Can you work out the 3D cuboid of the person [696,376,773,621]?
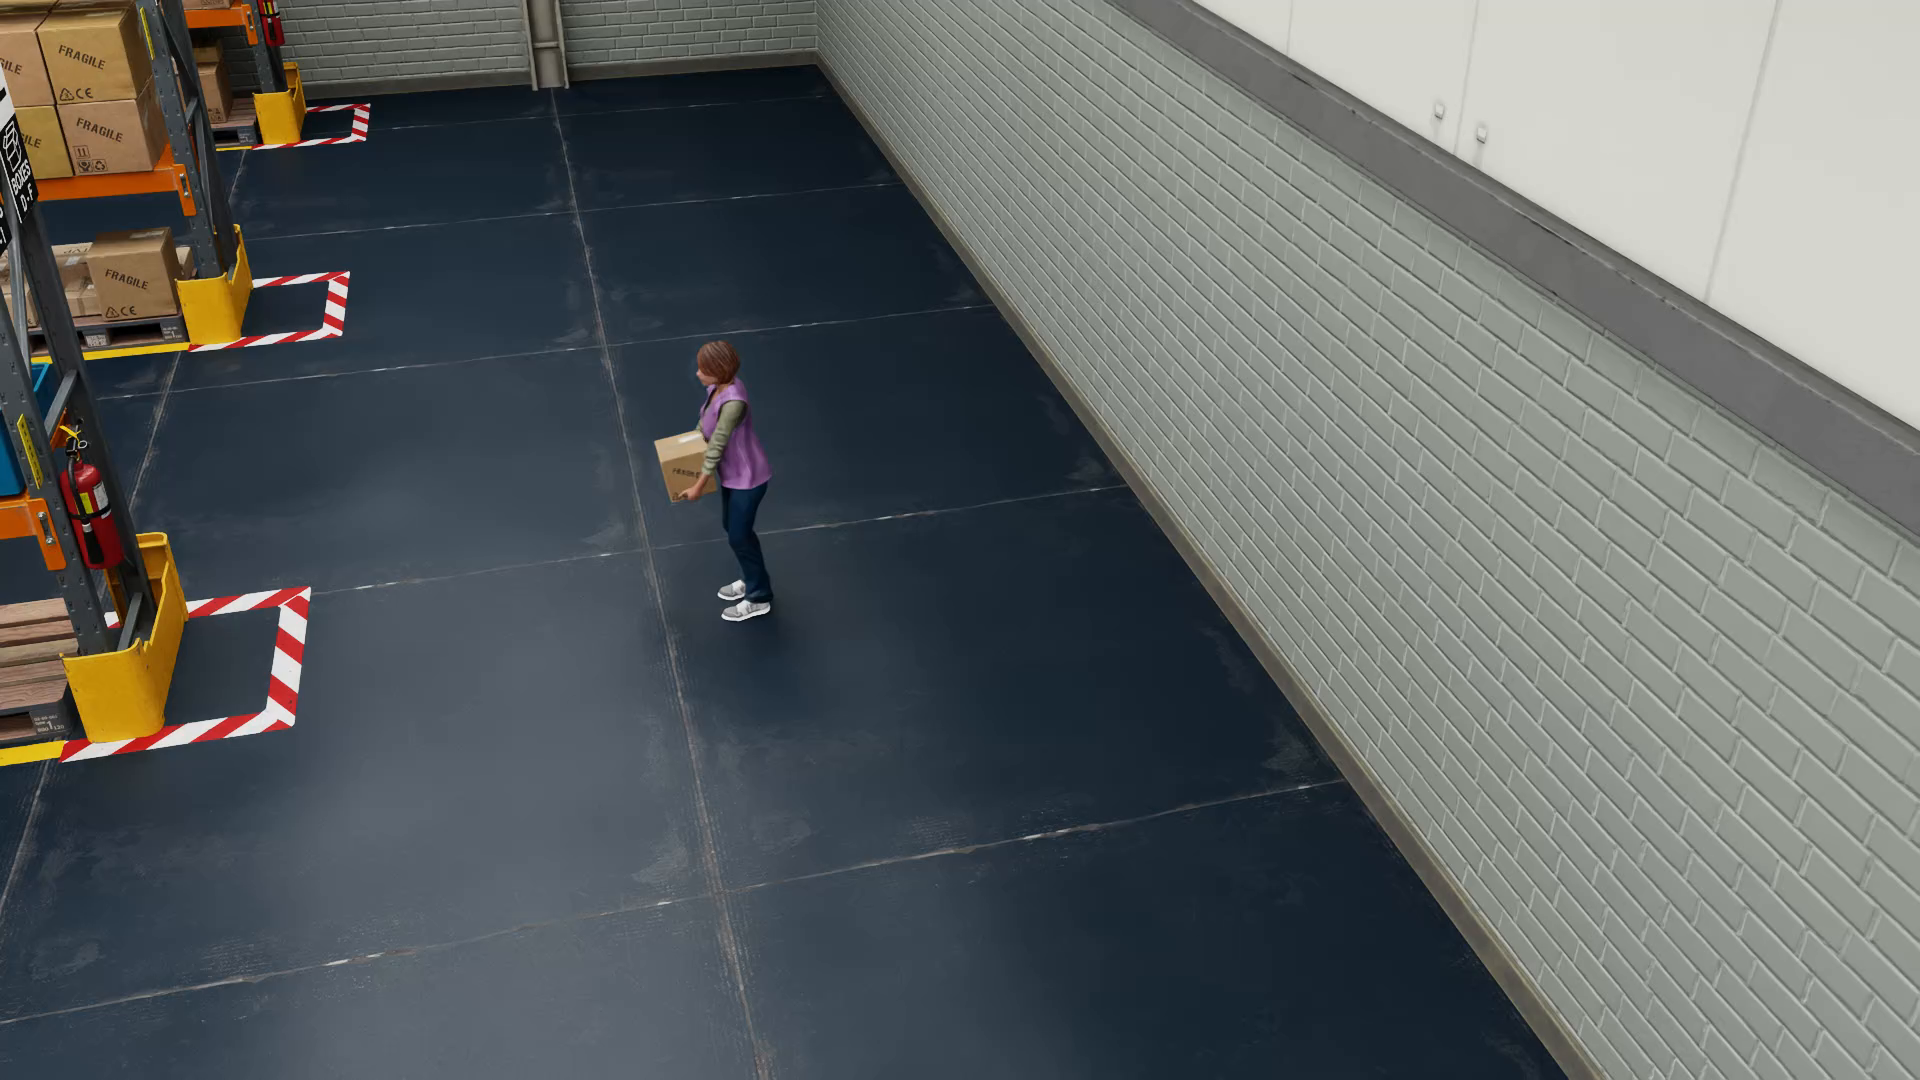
[{"bbox_3d":[-3.858,-3.228,12.114,3.070,3.199,10.212,-9,32,-14],"label":"person"}]
